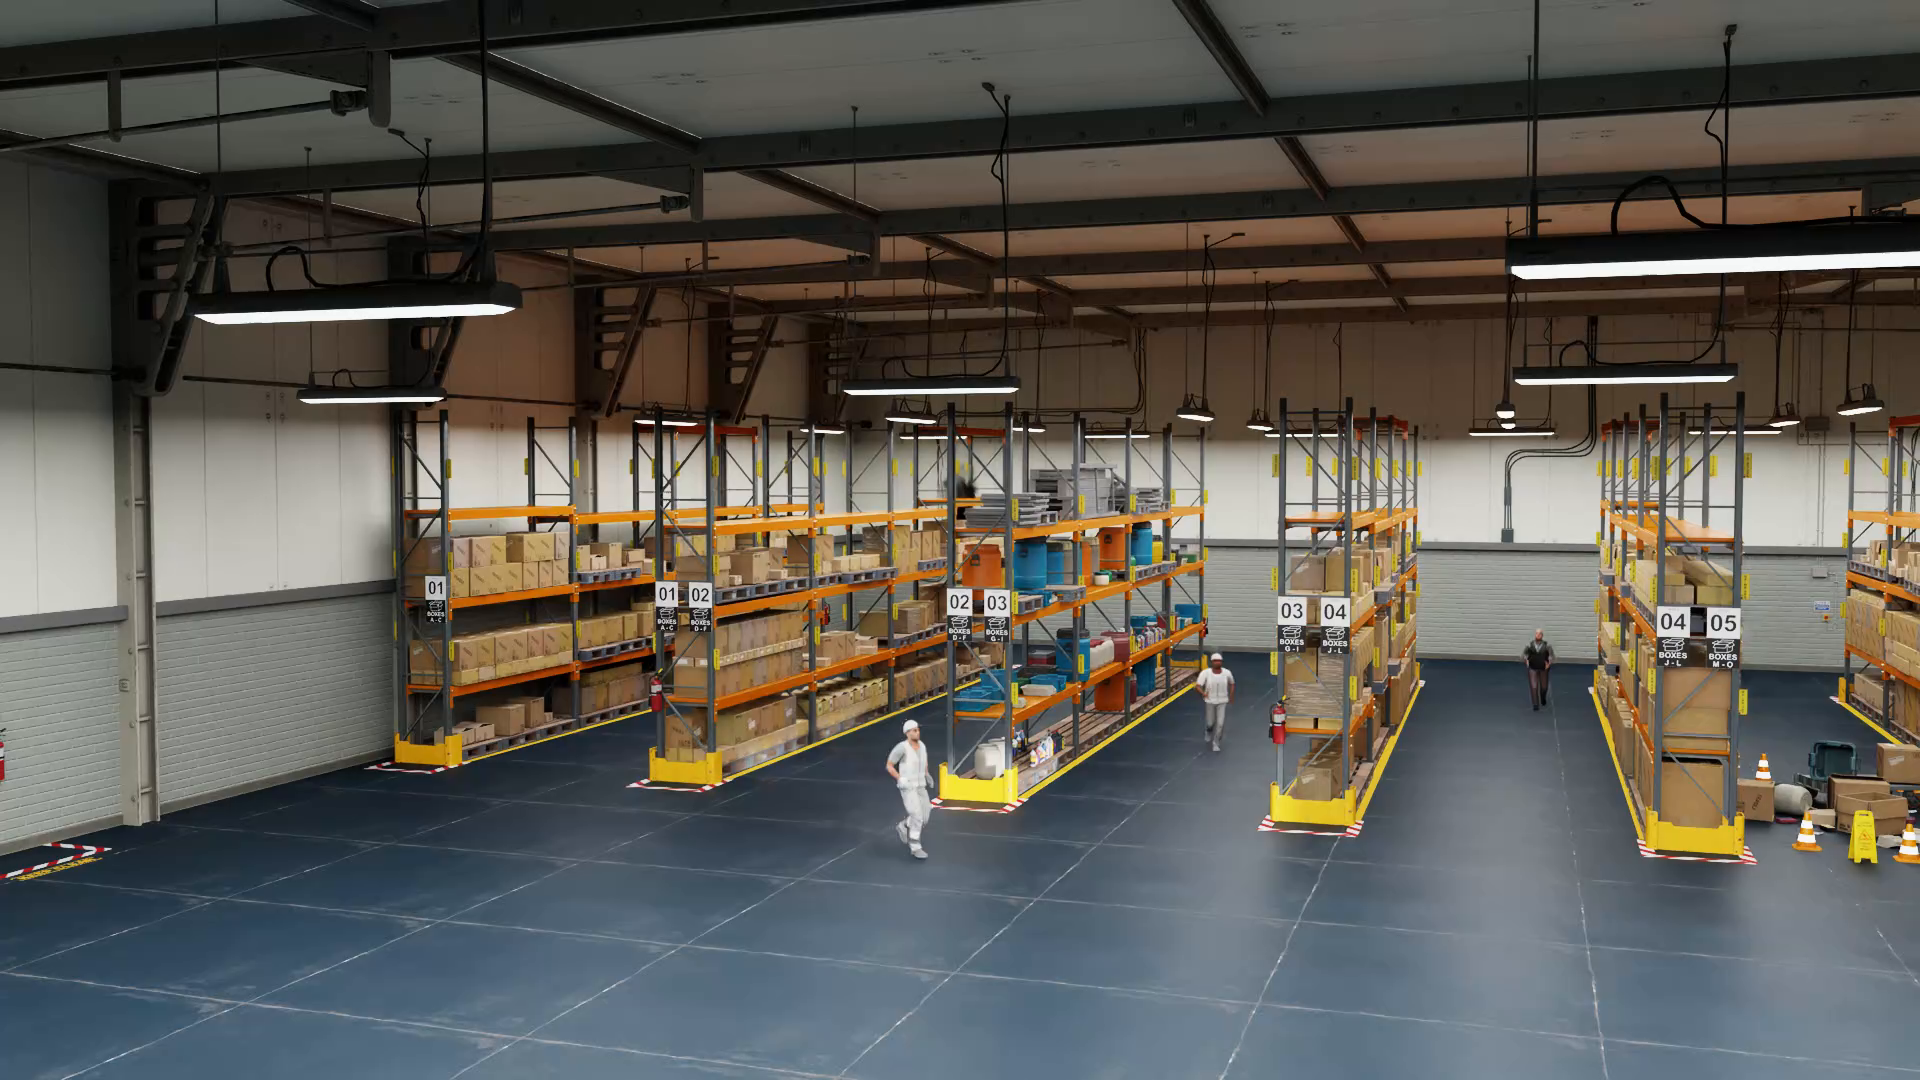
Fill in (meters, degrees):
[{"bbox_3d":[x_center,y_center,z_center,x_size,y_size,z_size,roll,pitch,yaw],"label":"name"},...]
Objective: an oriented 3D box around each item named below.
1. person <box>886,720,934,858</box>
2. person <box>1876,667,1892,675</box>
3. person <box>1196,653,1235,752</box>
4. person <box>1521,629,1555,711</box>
[{"bbox_3d":[-0.664,3.201,21.523,0.668,1.755,0.666,-2,3,-45],"label":"person"},{"bbox_3d":[20.375,2.622,36.463,0.845,1.689,0.711,2,3,39],"label":"person"},{"bbox_3d":[4.549,2.870,29.530,0.699,1.724,0.627,0,2,0],"label":"person"},{"bbox_3d":[11.971,2.687,34.445,0.657,1.672,0.609,1,3,20],"label":"person"}]
